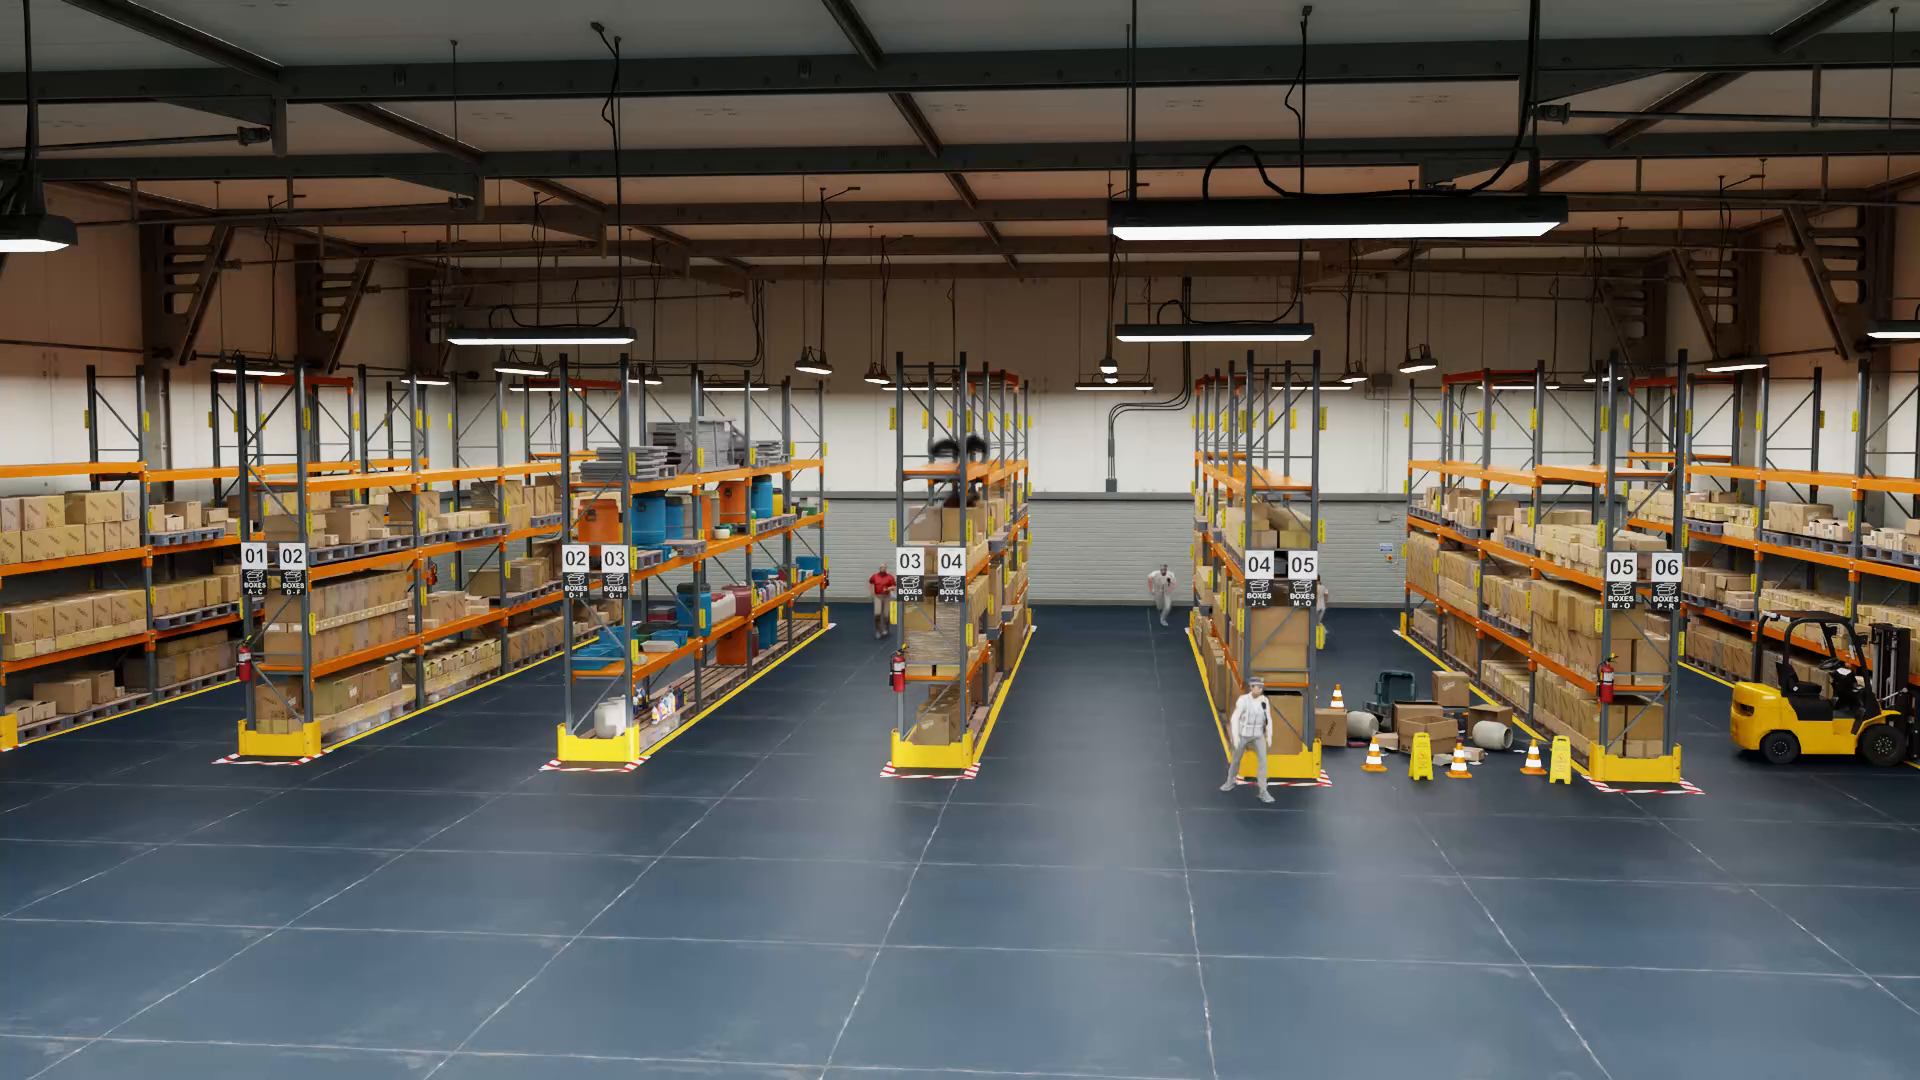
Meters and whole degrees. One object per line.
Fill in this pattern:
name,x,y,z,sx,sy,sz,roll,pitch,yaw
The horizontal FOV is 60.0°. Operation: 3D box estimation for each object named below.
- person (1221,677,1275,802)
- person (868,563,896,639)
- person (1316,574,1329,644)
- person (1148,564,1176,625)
person,3.876,2.613,22.187,0.628,1.631,0.866,-1,4,-10
person,-1.800,1.419,38.510,0.643,1.767,0.733,0,4,-4
person,8.054,1.562,37.251,0.559,1.611,0.558,-2,4,-20
person,4.958,1.329,40.902,0.683,1.559,0.860,0,4,5
